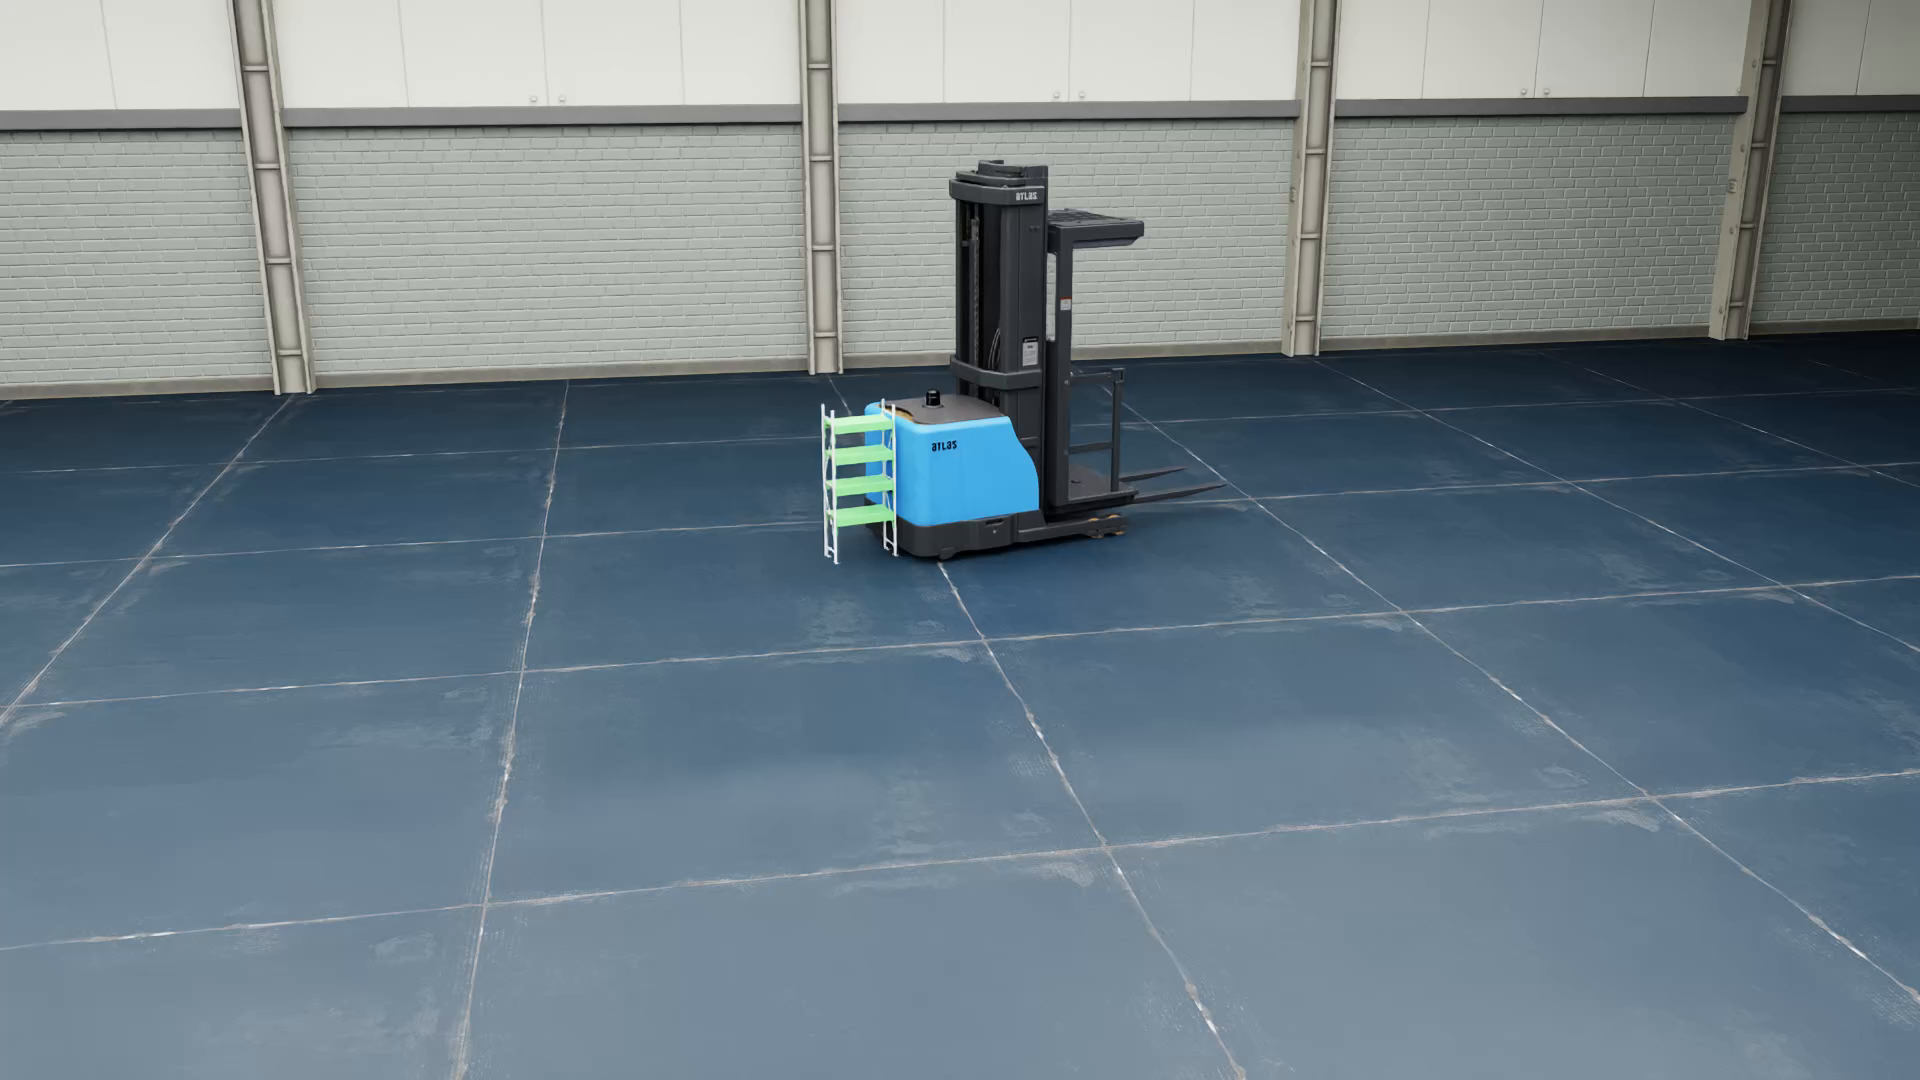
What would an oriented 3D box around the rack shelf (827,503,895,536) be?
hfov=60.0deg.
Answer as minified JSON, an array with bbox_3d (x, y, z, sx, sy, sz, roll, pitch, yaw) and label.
[{"bbox_3d":[-0.769,-0.159,12.820,0.480,0.148,0.258,-7,19,-23],"label":"rack shelf"}]

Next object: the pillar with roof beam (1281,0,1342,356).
[{"bbox_3d":[5.099,-5.409,15.597,0.400,9.000,9.100,-3,17,-10],"label":"pillar with roof beam"}]

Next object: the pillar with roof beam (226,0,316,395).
[{"bbox_3d":[-6.683,-4.741,13.421,0.400,9.000,9.100,-3,17,-10],"label":"pillar with roof beam"}]

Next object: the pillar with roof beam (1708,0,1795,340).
[{"bbox_3d":[10.990,-5.744,16.685,0.400,9.000,9.100,-3,17,-10],"label":"pillar with roof beam"}]

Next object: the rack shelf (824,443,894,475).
[{"bbox_3d":[-0.769,-0.618,12.679,0.480,0.148,0.258,-7,19,-23],"label":"rack shelf"}]

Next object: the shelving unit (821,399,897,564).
[{"bbox_3d":[-0.769,-0.449,12.731,0.503,1.200,0.258,-7,19,-23],"label":"shelving unit"}]

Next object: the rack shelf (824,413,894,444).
[{"bbox_3d":[-0.769,-0.847,12.609,0.480,0.148,0.258,-7,19,-23],"label":"rack shelf"}]

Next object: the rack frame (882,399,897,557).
[{"bbox_3d":[-0.546,-0.478,12.825,0.015,1.200,0.240,-7,19,-23],"label":"rack frame"}]

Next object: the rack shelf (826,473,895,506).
[{"bbox_3d":[-0.769,-0.388,12.750,0.480,0.148,0.258,-7,19,-23],"label":"rack shelf"}]

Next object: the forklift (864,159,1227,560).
[{"bbox_3d":[0.776,-1.538,13.328,3.031,2.935,1.130,-9,19,-27],"label":"forklift"}]

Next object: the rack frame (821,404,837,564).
[{"bbox_3d":[-0.993,-0.421,12.637,0.015,1.200,0.240,-7,19,-23],"label":"rack frame"}]

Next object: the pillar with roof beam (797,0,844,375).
[{"bbox_3d":[-0.792,-5.075,14.509,0.400,9.000,9.100,-3,17,-10],"label":"pillar with roof beam"}]
